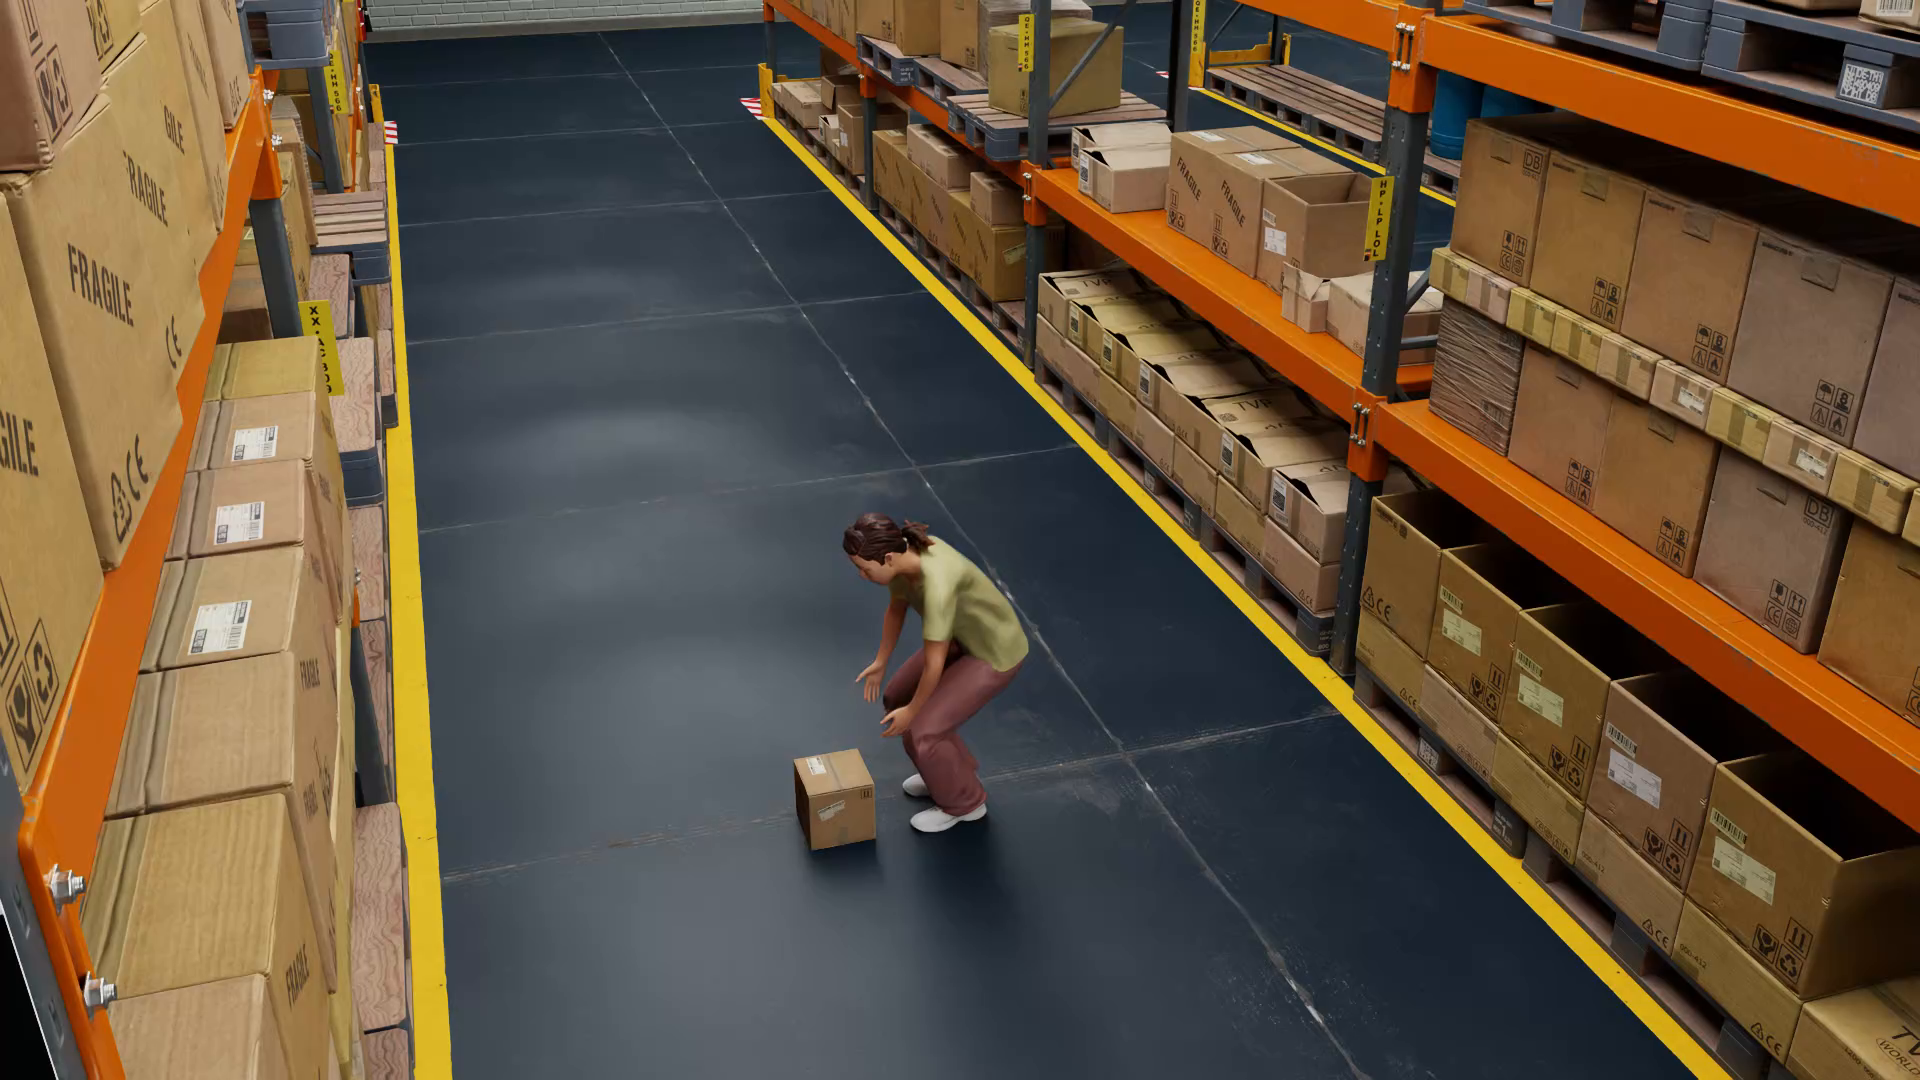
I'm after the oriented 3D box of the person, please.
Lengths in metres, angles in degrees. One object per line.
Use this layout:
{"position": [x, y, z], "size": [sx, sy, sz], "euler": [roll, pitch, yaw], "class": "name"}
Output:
{"position": [-0.081, 0.461, 6.111], "size": [0.683, 1.304, 0.511], "euler": [-8, 28, -16], "class": "person"}
